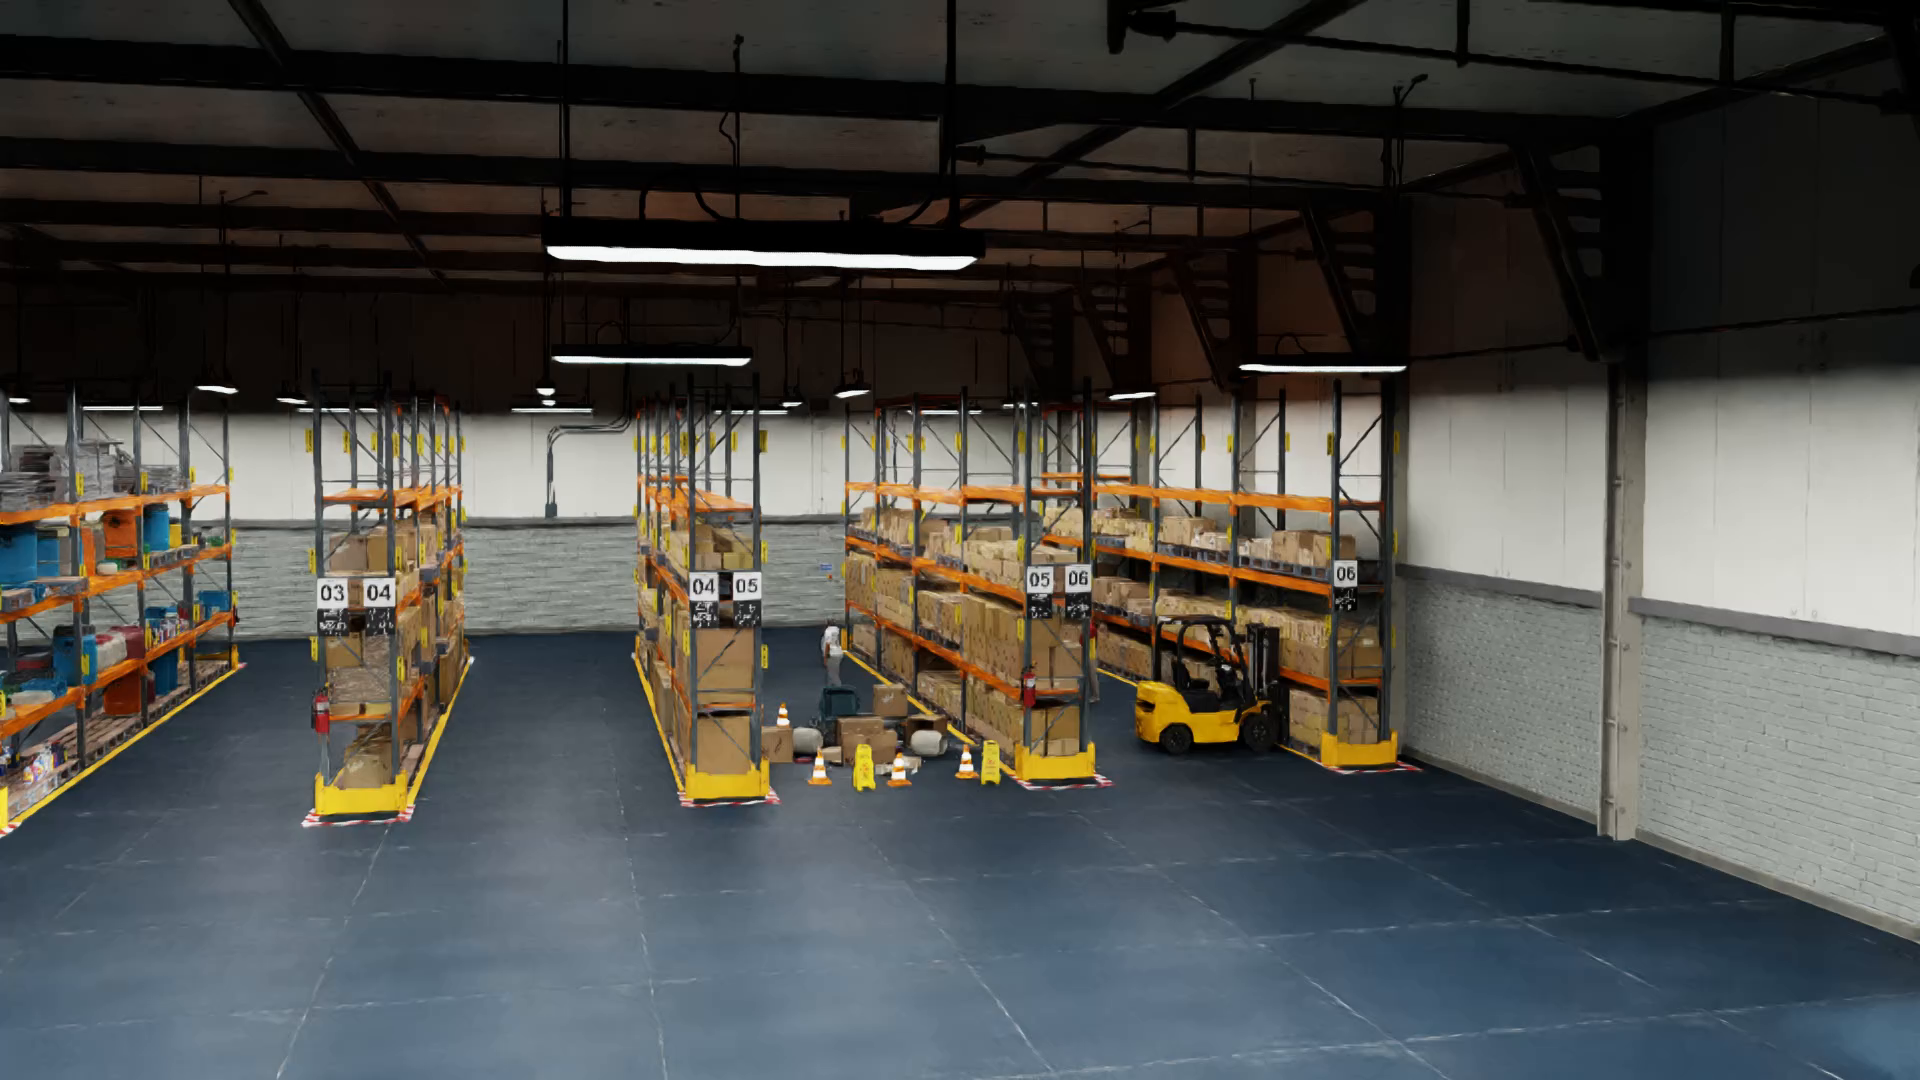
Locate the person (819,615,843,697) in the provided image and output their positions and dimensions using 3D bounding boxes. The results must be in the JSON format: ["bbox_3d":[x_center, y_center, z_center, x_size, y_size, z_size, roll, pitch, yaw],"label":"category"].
[{"bbox_3d":[-2.532,2.289,32.429,0.548,1.656,0.590,1,3,13],"label":"person"}]

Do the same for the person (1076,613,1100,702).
[{"bbox_3d":[2.466,2.258,32.374,0.578,1.721,0.654,1,3,14],"label":"person"}]
